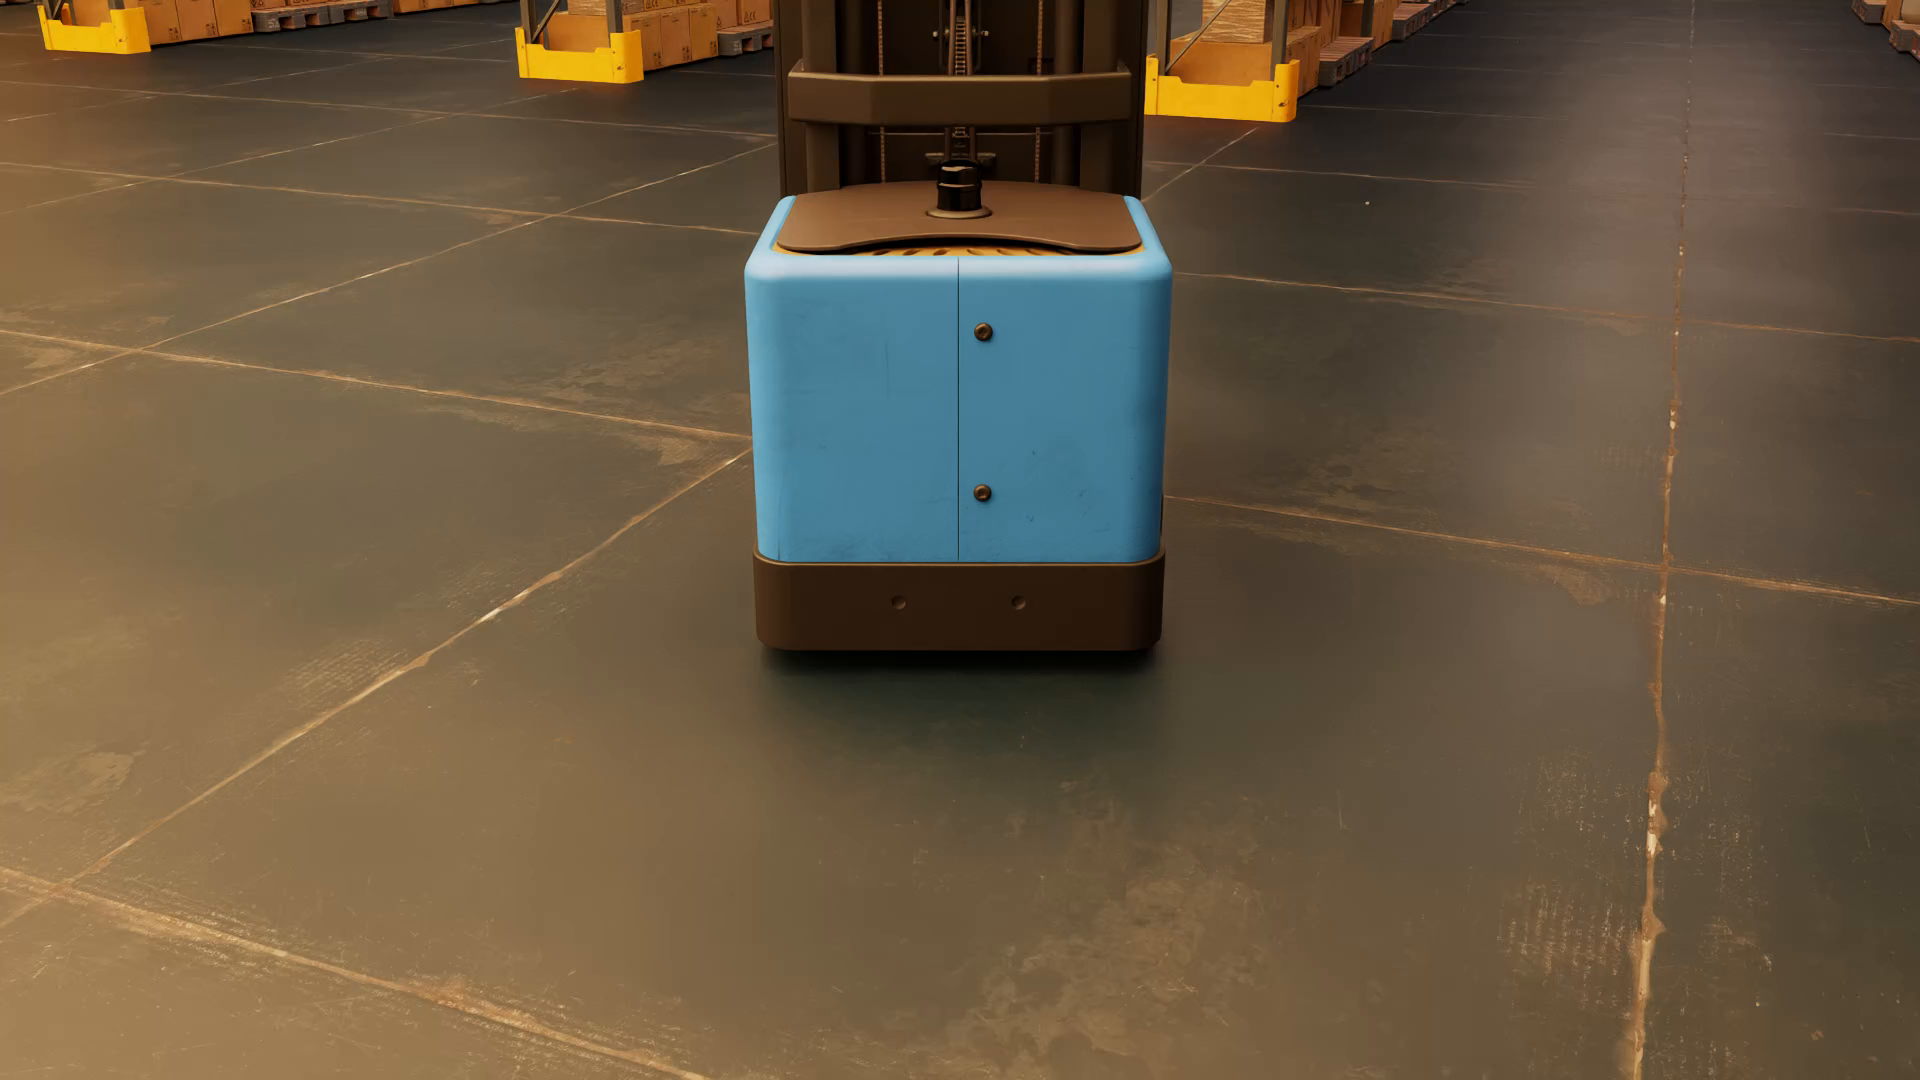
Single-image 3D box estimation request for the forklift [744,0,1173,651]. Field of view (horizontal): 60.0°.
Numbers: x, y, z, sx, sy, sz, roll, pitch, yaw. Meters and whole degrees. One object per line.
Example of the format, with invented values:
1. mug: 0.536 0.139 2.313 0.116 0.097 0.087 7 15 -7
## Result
1. forklift: 0.002 -1.587 5.089 1.130 2.935 3.031 0 23 0
